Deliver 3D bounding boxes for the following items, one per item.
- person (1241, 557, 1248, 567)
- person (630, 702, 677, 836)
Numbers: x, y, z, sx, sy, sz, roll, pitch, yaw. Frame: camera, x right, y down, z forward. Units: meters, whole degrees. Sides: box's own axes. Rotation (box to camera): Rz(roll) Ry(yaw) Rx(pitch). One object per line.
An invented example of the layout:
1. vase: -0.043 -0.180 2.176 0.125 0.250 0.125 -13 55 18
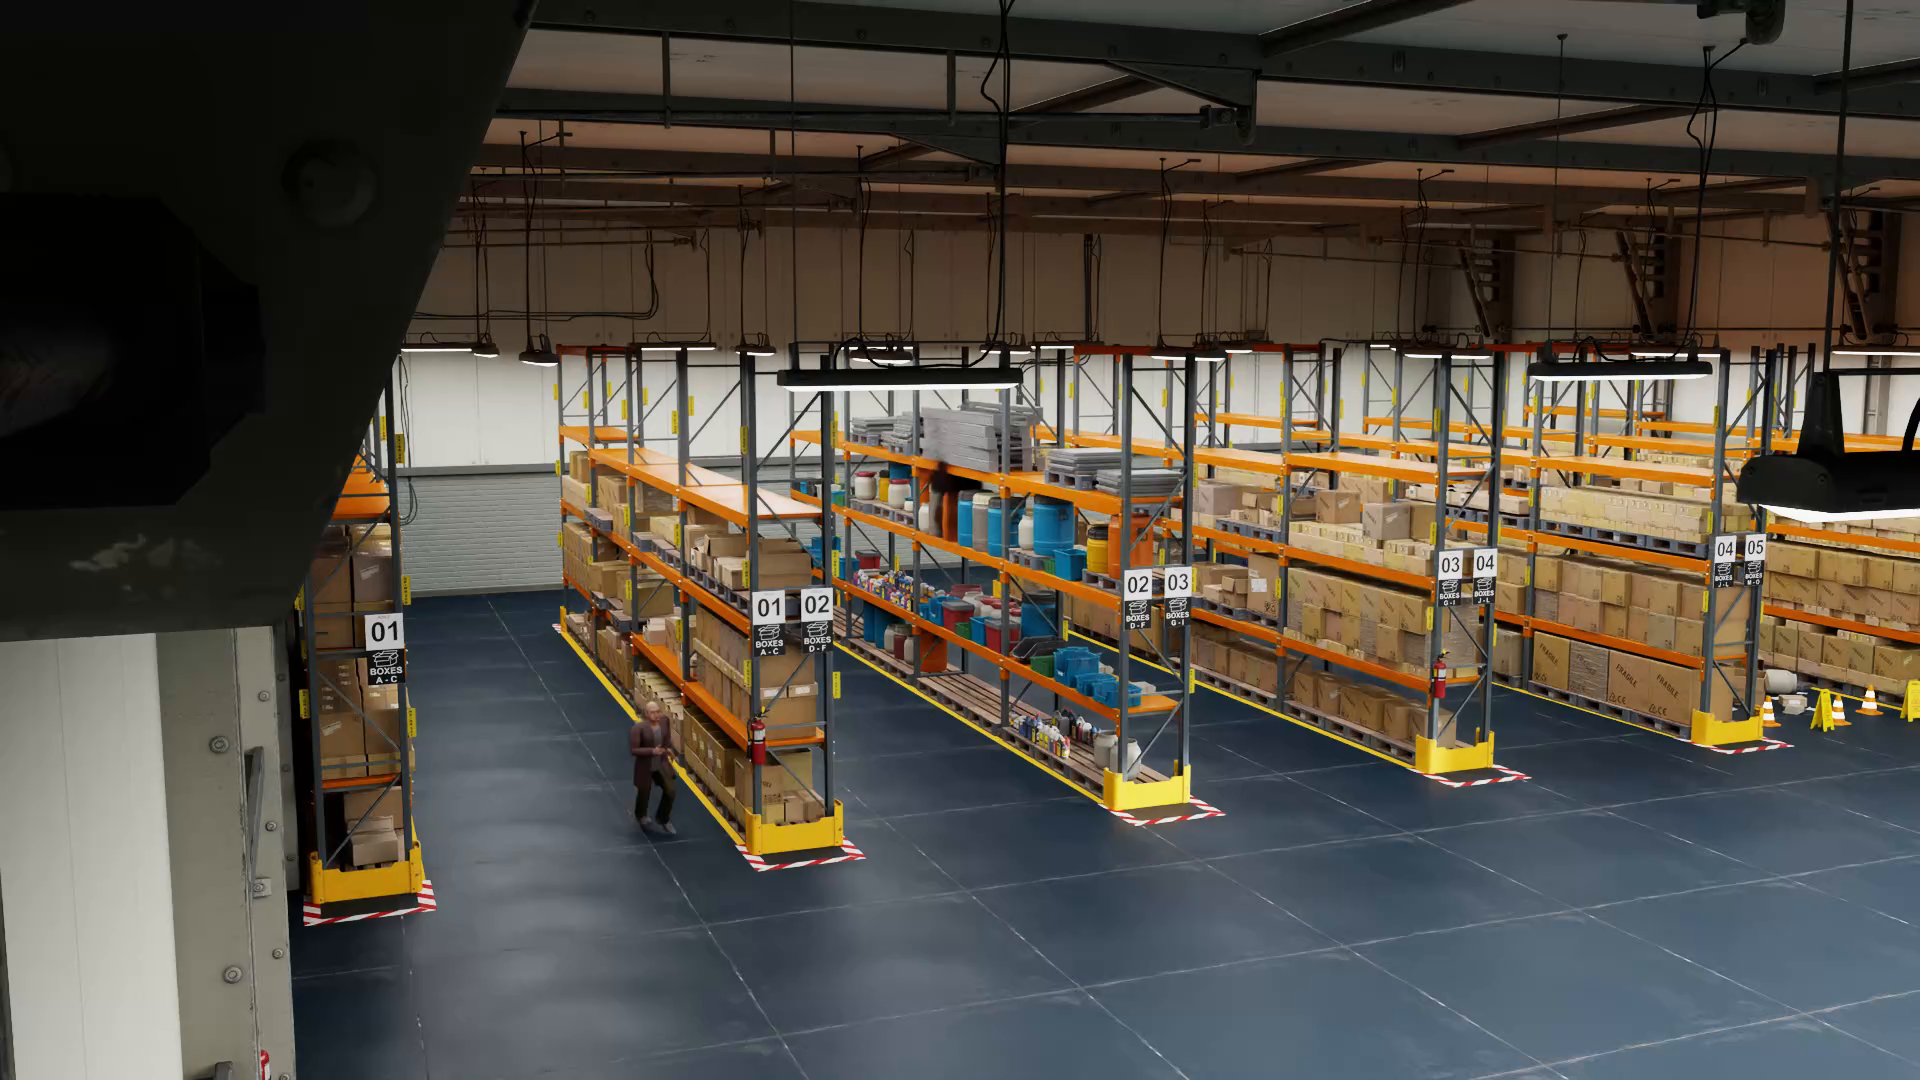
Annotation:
1. person: 7.521 0.084 42.818 0.848 1.613 0.614 -4 8 -30
2. person: -3.866 2.840 20.817 0.628 1.729 1.011 -4 8 -29
